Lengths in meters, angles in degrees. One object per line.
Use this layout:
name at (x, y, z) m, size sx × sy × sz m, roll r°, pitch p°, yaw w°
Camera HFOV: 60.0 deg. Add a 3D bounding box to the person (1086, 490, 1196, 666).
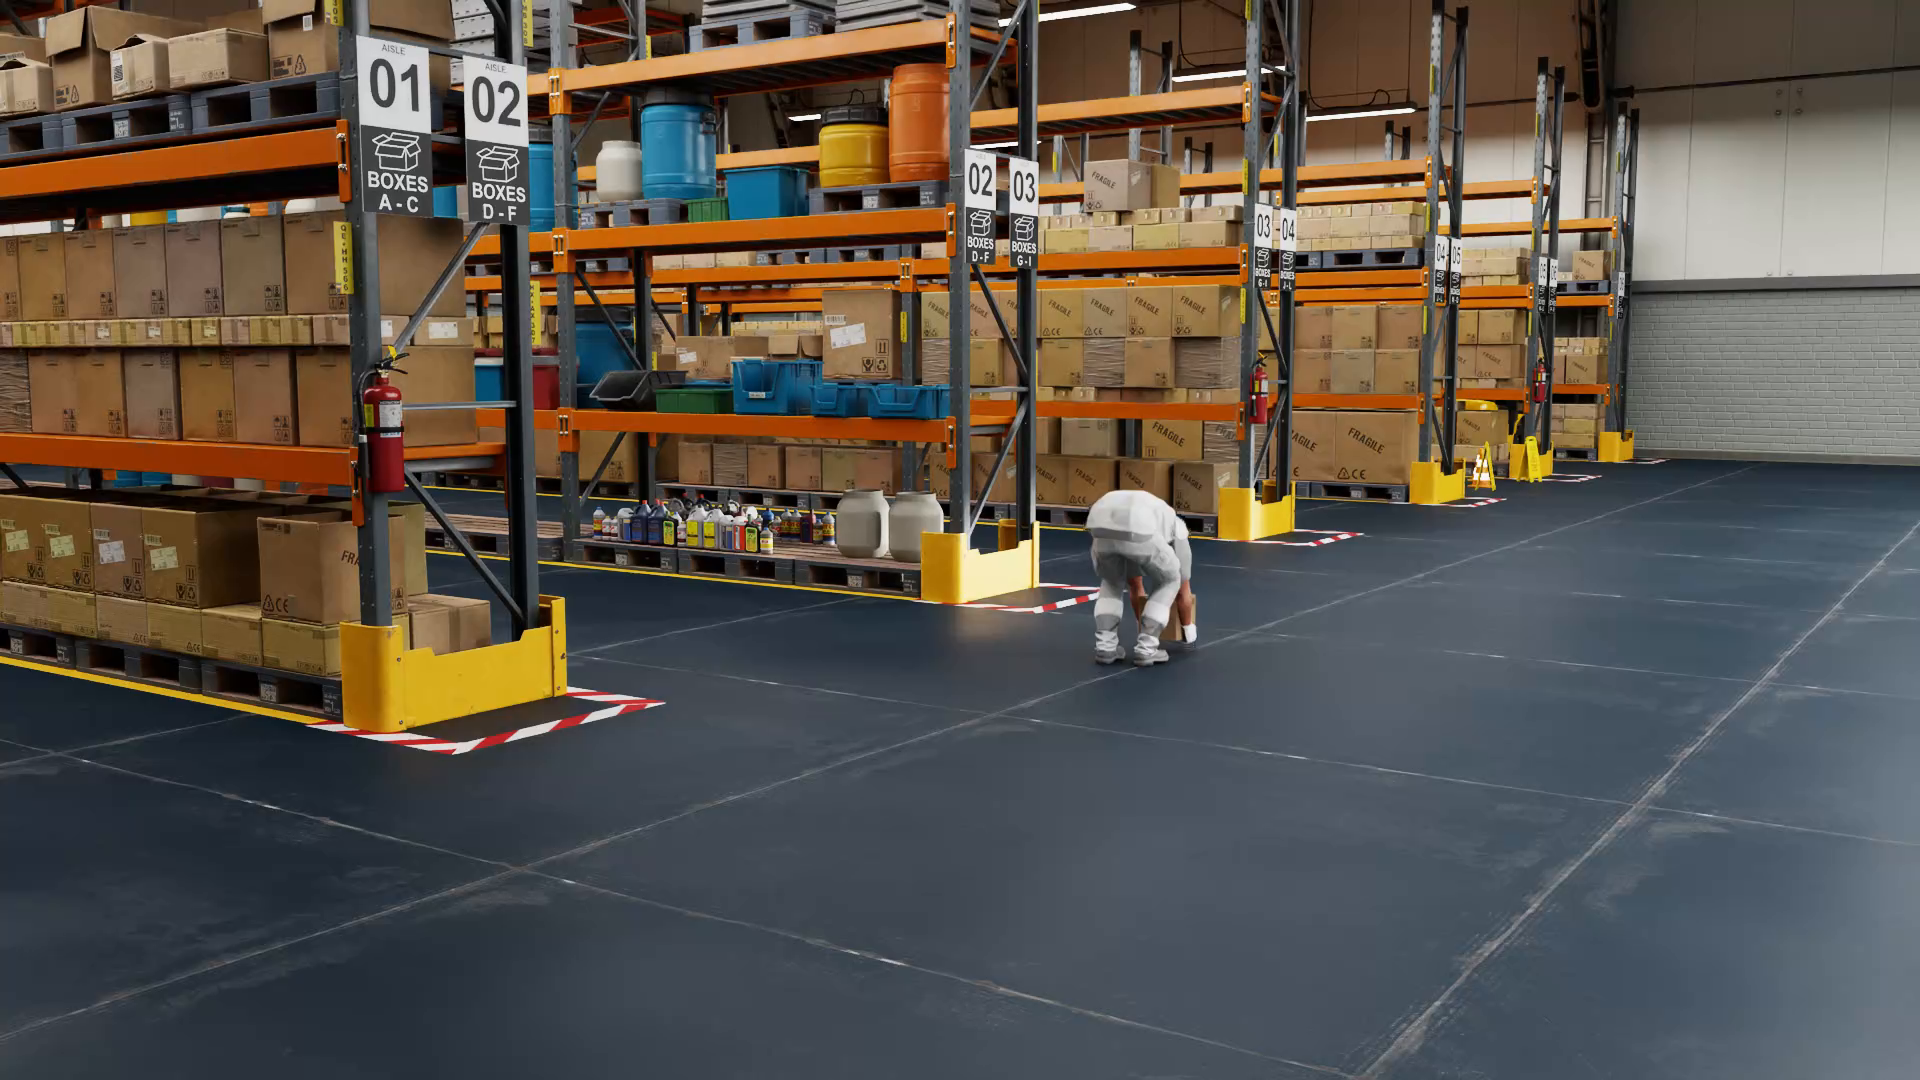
person at (1.064, 0.193, 9.654) m, size 0.524 × 0.997 × 0.950 m, roll 4°, pitch 7°, yaw 31°
